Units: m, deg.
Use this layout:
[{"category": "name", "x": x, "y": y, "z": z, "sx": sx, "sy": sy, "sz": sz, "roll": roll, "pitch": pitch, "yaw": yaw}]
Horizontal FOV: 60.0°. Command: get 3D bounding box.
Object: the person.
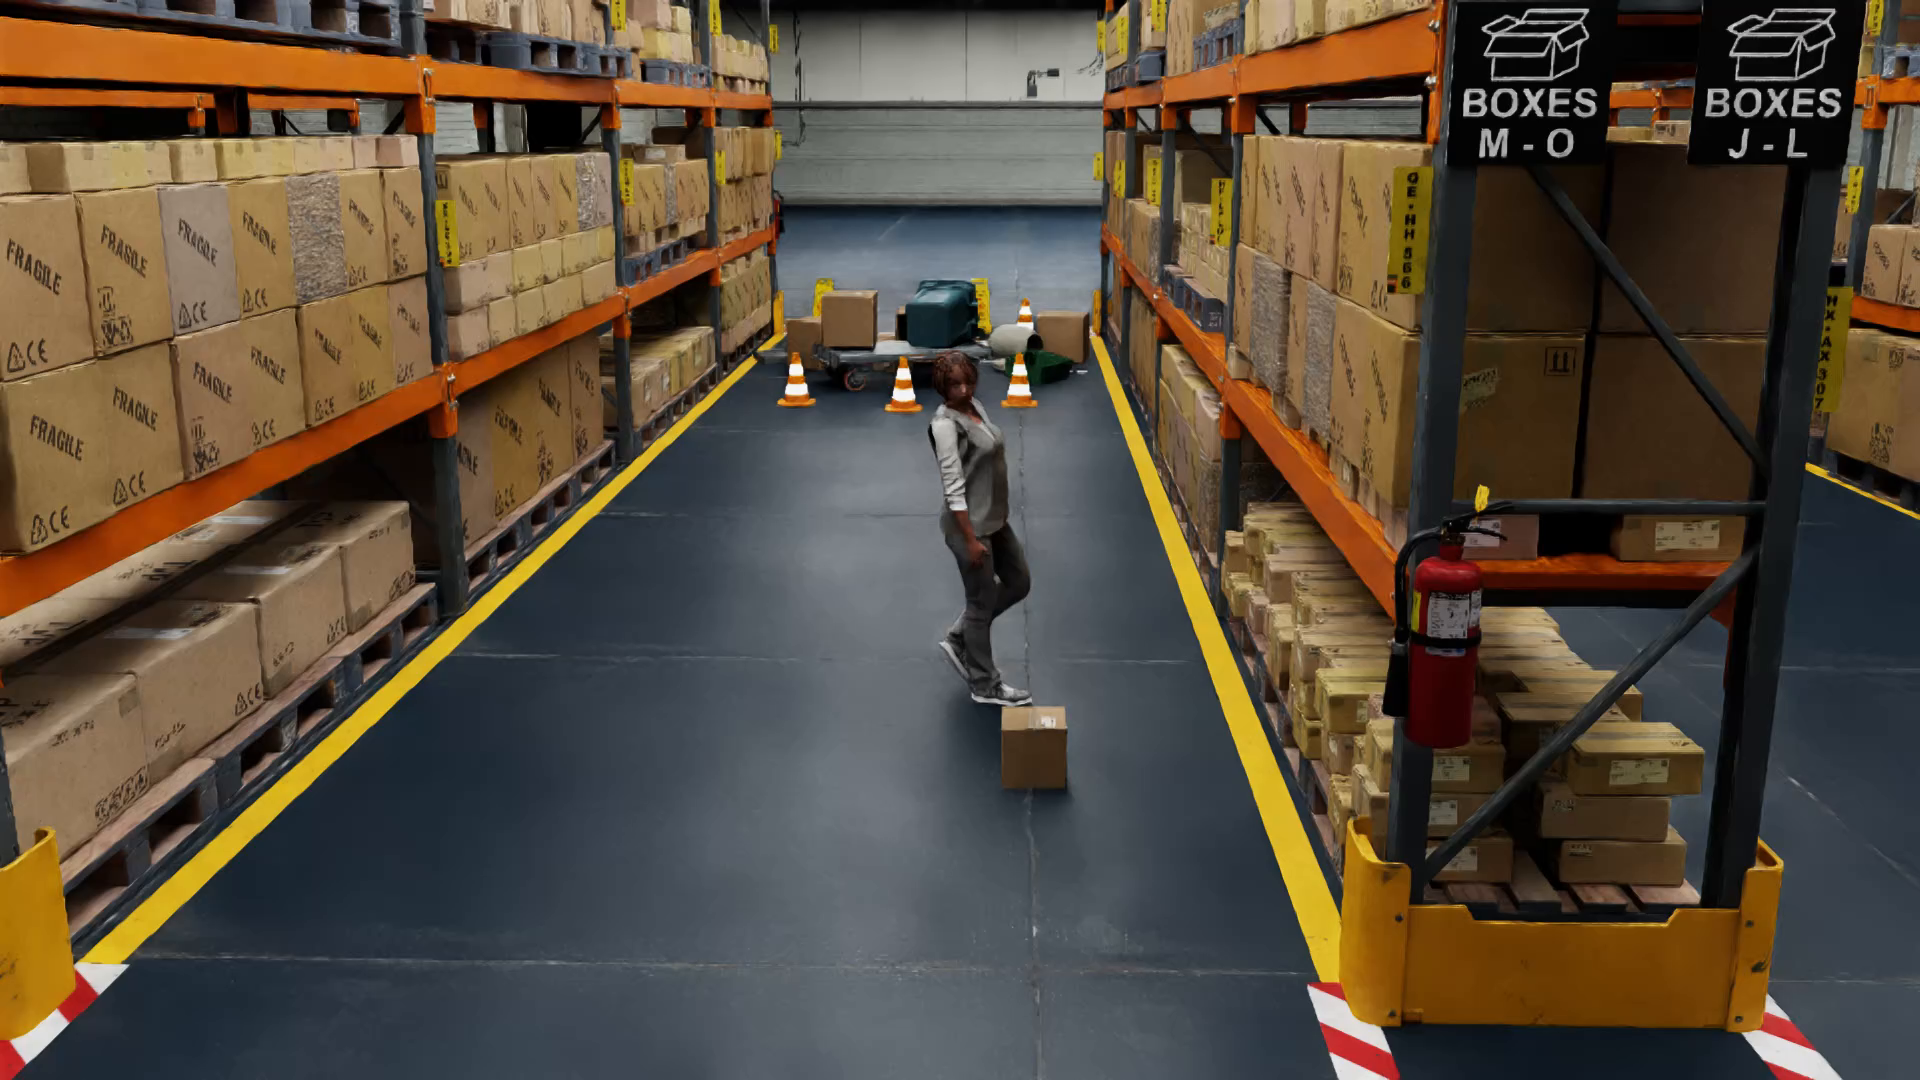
[{"category": "person", "x": 0.088, "y": -0.041, "z": 7.198, "sx": 0.443, "sy": 1.593, "sz": 0.491, "roll": 4, "pitch": 15, "yaw": 16}]
